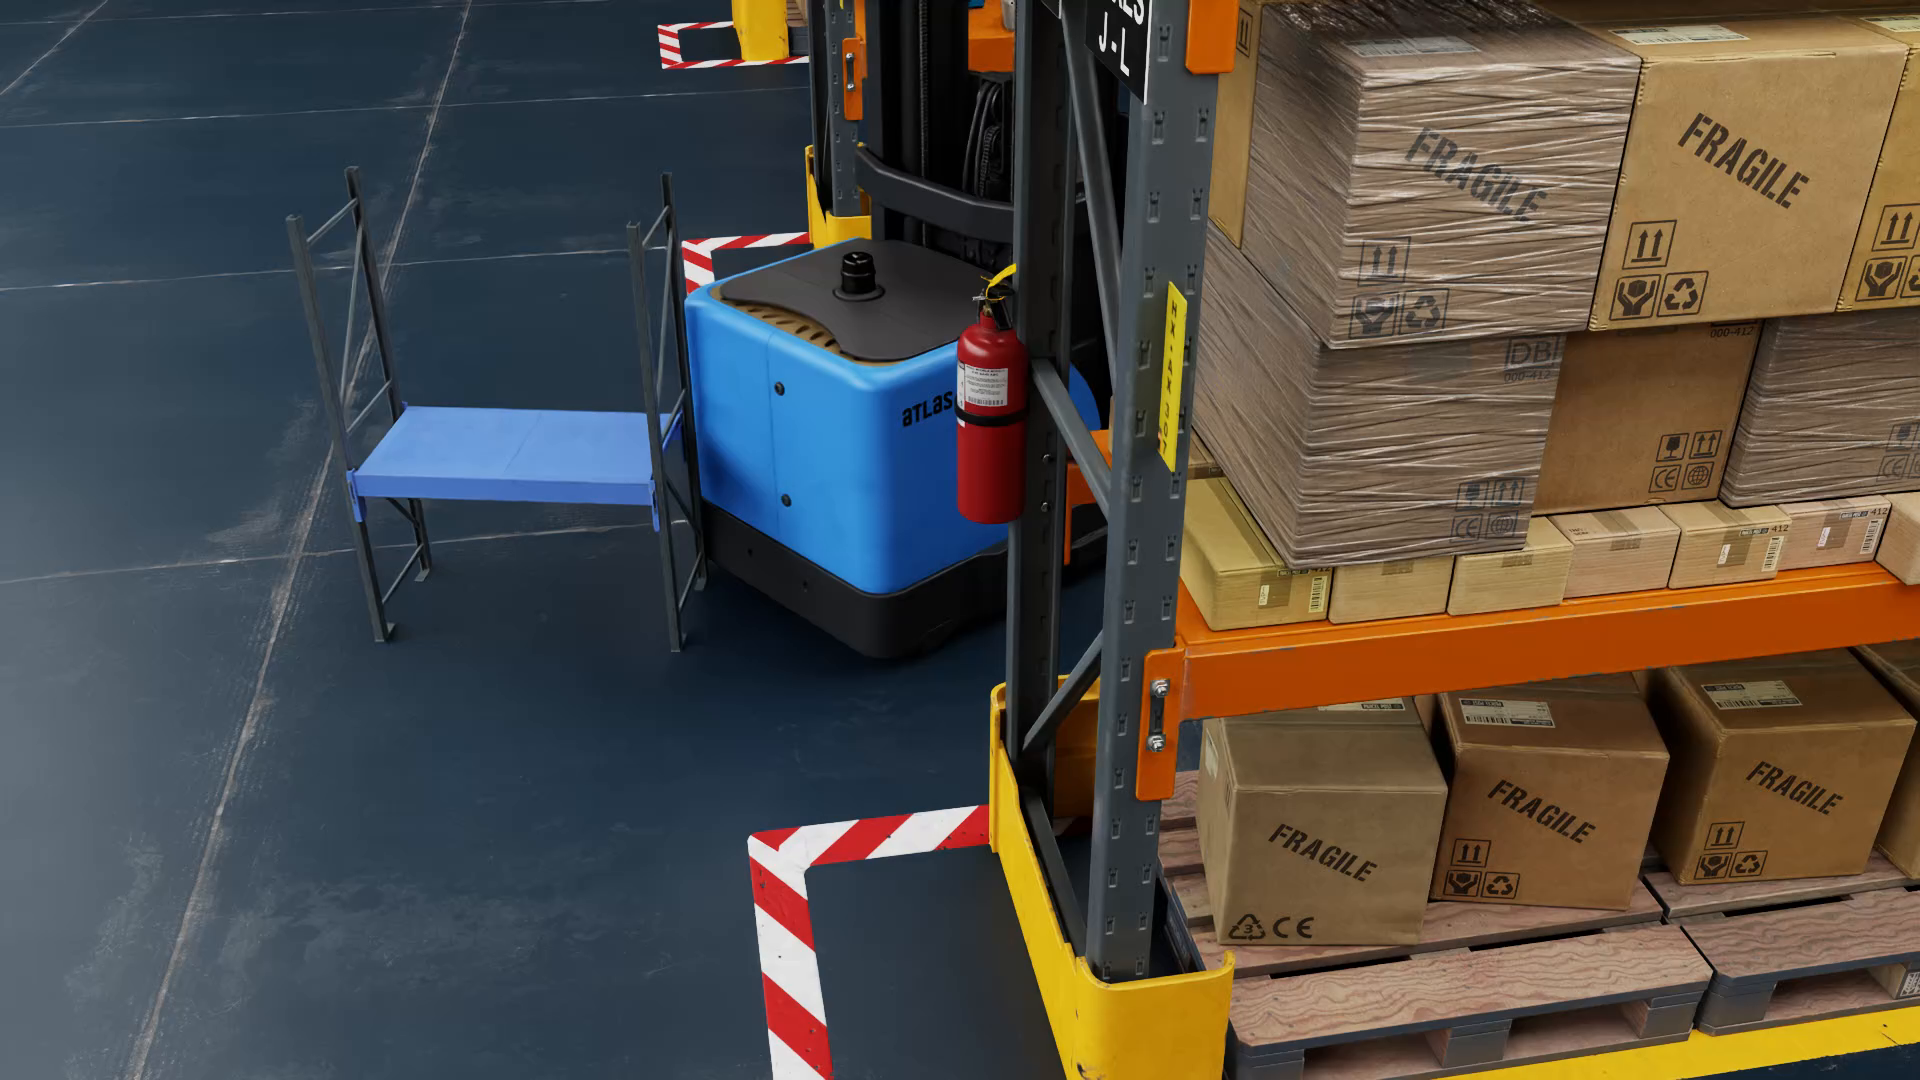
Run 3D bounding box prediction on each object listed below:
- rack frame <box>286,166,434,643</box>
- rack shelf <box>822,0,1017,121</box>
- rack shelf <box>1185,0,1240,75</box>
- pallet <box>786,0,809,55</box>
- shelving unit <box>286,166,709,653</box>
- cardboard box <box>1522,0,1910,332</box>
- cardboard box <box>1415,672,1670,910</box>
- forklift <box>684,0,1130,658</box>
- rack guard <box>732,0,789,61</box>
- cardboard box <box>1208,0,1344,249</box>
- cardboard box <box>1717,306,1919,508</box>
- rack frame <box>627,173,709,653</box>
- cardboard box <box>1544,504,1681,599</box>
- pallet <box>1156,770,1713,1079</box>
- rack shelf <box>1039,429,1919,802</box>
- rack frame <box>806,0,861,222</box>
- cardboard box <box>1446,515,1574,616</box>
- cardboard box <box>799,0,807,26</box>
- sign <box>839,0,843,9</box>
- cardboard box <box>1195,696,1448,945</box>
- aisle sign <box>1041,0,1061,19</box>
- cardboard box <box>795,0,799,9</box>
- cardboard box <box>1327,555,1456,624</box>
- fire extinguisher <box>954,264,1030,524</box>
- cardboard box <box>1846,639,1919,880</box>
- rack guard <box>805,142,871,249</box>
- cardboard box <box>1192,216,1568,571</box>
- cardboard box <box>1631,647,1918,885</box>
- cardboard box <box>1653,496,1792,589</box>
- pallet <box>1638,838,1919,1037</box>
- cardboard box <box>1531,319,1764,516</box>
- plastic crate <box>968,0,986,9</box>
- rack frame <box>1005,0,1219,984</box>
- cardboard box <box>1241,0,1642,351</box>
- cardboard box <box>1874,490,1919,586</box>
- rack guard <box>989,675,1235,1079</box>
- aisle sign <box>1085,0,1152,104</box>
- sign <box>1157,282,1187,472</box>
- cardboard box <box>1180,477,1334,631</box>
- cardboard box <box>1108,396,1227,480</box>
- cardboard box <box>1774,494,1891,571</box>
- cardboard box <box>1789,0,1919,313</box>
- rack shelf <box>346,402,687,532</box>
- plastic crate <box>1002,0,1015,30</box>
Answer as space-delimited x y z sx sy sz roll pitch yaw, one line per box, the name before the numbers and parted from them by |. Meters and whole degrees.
rack frame | -1.956 -0.423 5.490 0.032 1.500 0.500 2 31 3
rack shelf | 1.348 -2.524 8.293 4.000 0.370 1.077 -5 31 -9
rack shelf | 2.240 -1.347 3.333 4.000 0.370 1.077 -5 31 -9
pallet | -0.763 -4.010 12.861 1.213 0.211 1.003 -5 31 -9
shelving unit | -1.449 -0.407 5.463 1.048 1.500 0.538 2 31 3
cardboard box | 1.356 -0.741 3.172 0.500 0.500 0.500 -5 31 -9
cardboard box | 1.472 0.594 4.332 0.500 0.500 0.500 2 31 4
forklift | 0.473 -1.514 5.933 3.031 2.935 1.130 -26 39 -37
rack guard | -1.531 -4.042 12.630 0.348 0.500 1.175 -5 31 -9
cardboard box | 0.769 -0.958 3.541 0.500 0.500 0.500 -5 31 -9
cardboard box | 1.789 -0.519 3.782 0.500 0.500 0.875 -5 31 -9
rack frame | -0.941 -0.391 5.436 0.032 1.500 0.500 2 31 3
cardboard box | 1.336 -0.043 3.611 0.250 0.149 0.380 -5 31 -9
pallet | 1.153 0.957 4.415 1.213 0.211 1.003 -5 31 -9
rack shelf | 2.240 -0.054 4.093 4.000 0.370 1.077 -5 31 -9
rack frame | -0.619 -2.651 7.800 0.127 3.000 1.000 -5 31 -9
cardboard box | 1.094 -0.009 3.555 0.250 0.149 0.380 -5 31 -9
cardboard box | -0.940 -4.055 12.486 0.500 0.250 0.500 -5 31 -9
sign | -0.524 -2.496 7.263 0.005 0.325 0.100 -5 31 -9
cardboard box | 0.890 0.666 4.210 0.500 0.500 0.500 0 30 0
aisle sign | 0.158 -1.447 3.186 0.004 0.787 0.394 -5 31 -9
cardboard box | -1.033 -4.313 12.925 0.500 0.250 0.500 -5 31 -9
cardboard box | 0.846 0.006 3.528 0.250 0.149 0.380 -5 31 -9
fire extinguisher | 0.077 -0.368 3.993 0.183 0.674 0.296 -5 31 -9
cardboard box | 2.648 0.518 4.462 0.500 0.500 0.500 -8 31 -13
rack guard | -0.553 -1.604 8.485 0.348 0.500 1.175 -5 31 -9
cardboard box | 0.819 -0.390 3.561 0.500 0.500 0.875 -5 31 -9
cardboard box | 2.091 0.547 4.413 0.500 0.500 0.500 -3 31 -4
cardboard box | 1.584 -0.062 3.644 0.250 0.149 0.380 -5 31 -9
pallet | 2.351 0.847 4.601 1.213 0.211 1.003 -5 31 -9
cardboard box | 1.289 -0.495 3.741 0.500 0.500 0.875 -5 31 -9
plastic crate | -0.181 -2.782 8.169 0.616 0.251 0.499 -5 31 -9
rack frame | 0.273 -0.182 3.600 0.127 3.000 1.000 -5 31 -9
cardboard box | 0.863 -0.699 3.100 0.500 0.500 0.500 -5 31 -9
cardboard box | 2.089 -0.069 3.657 0.250 0.149 0.380 -5 31 -9
rack guard | 0.348 0.889 4.246 0.348 0.500 1.175 -5 31 -9
aisle sign | 0.266 -1.147 2.677 0.004 0.787 0.394 -5 31 -9
sign | 0.371 -0.285 2.921 0.005 0.325 0.100 -5 31 -9
cardboard box | 0.596 0.019 3.506 0.250 0.149 0.380 -5 31 -9
cardboard box | 0.516 -0.203 3.883 0.250 0.149 0.380 -5 31 -9
cardboard box | 1.825 -0.098 3.706 0.250 0.149 0.380 -5 31 -9
cardboard box | 1.848 -0.787 3.251 0.500 0.500 0.500 -5 31 -9
rack shelf | -1.449 -0.252 5.554 1.000 0.185 0.538 2 31 3
plastic crate | 0.319 -2.459 7.733 0.250 0.136 0.298 -5 31 -9
